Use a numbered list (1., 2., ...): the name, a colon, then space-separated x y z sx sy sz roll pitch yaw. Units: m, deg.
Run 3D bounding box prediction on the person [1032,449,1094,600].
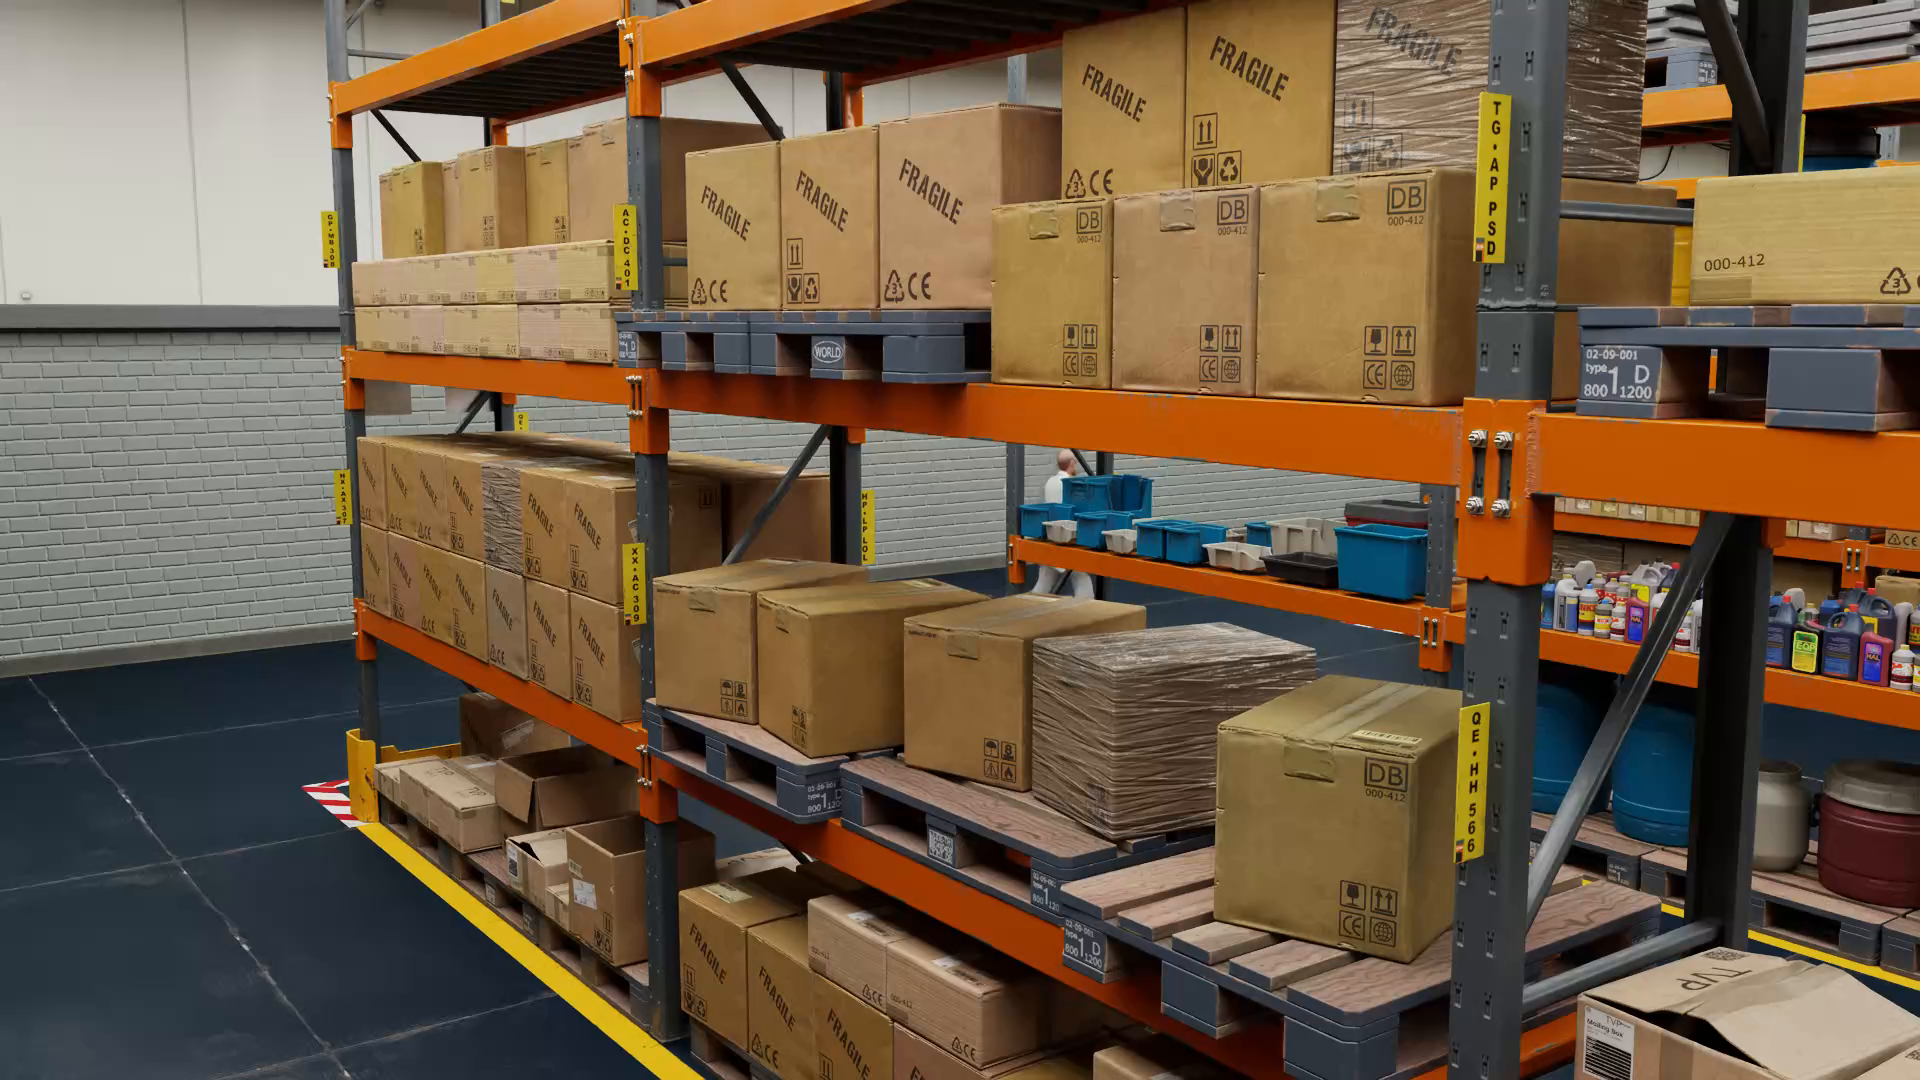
1. person: 0.972 0.054 15.425 0.835 1.779 0.648 -4 9 -28
